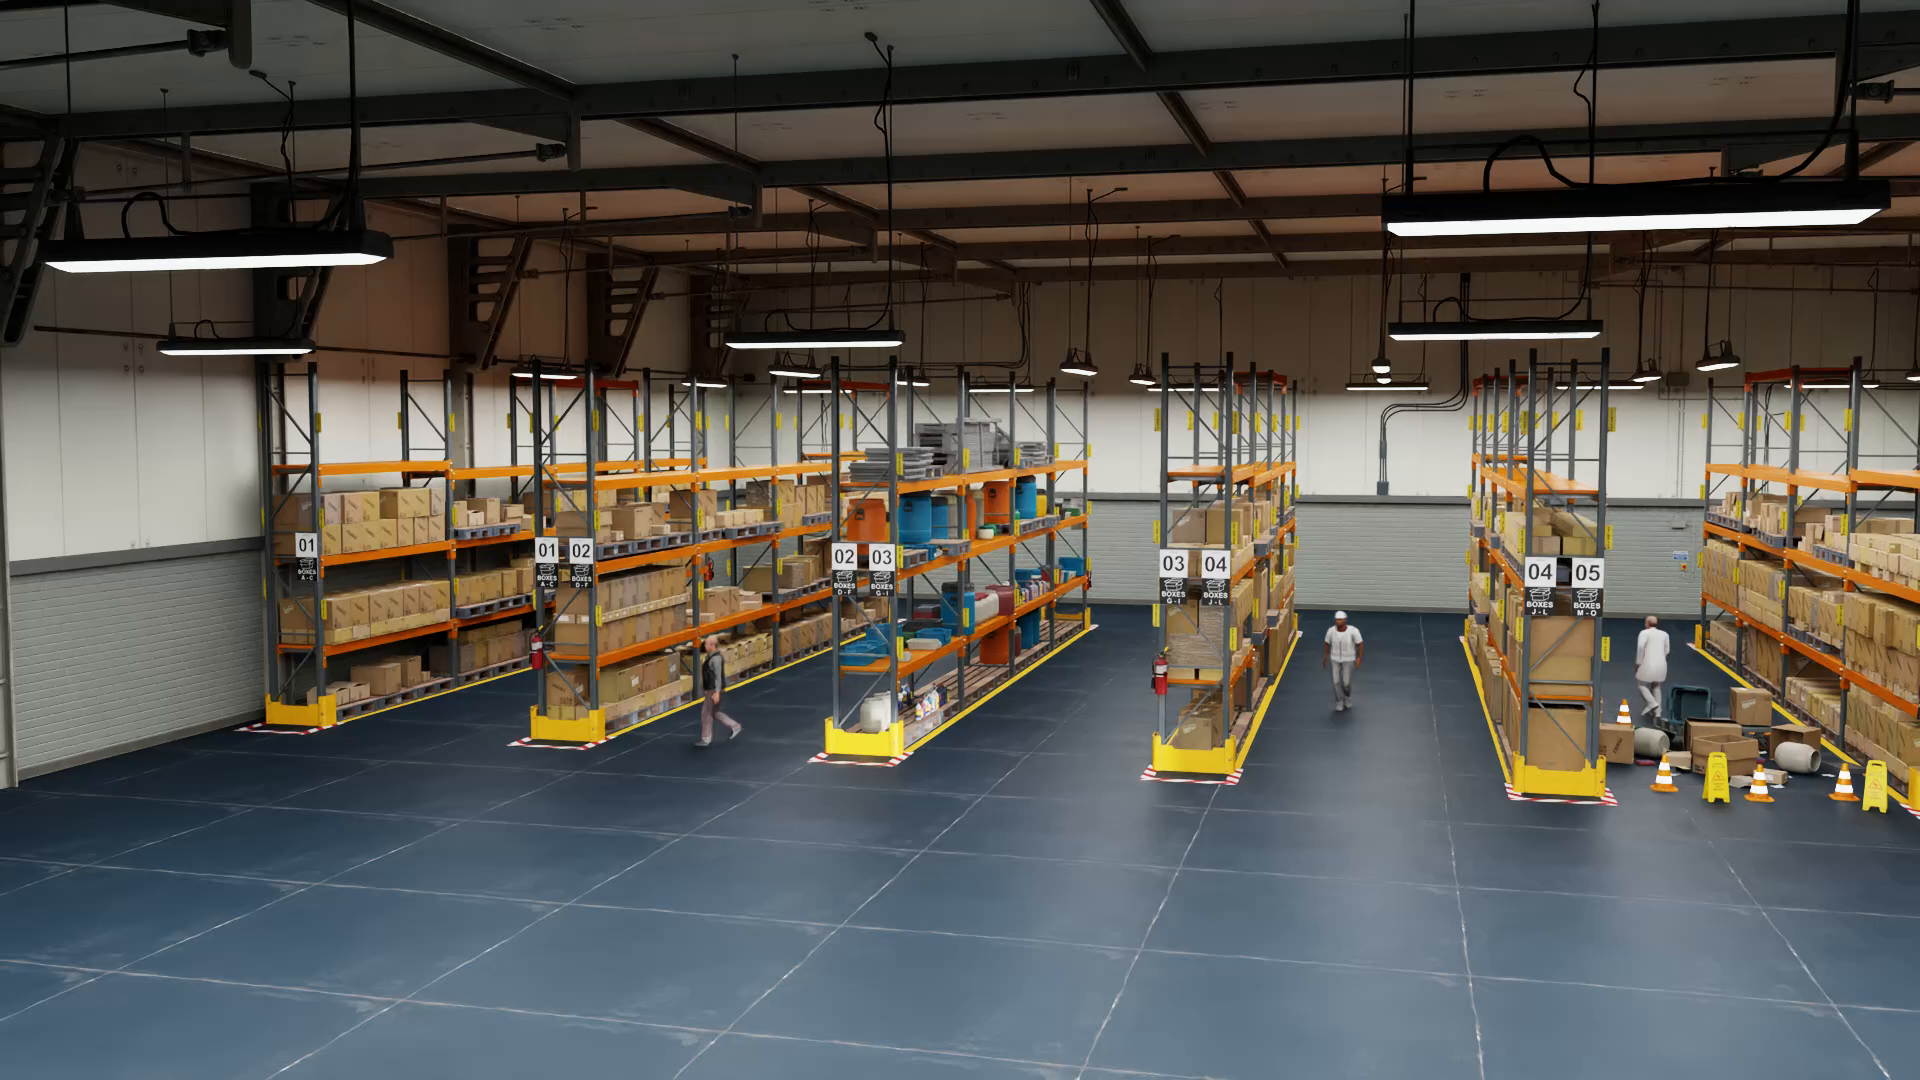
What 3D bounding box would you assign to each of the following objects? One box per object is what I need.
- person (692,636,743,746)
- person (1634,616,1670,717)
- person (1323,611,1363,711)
[{"bbox_3d":[-3.774,2.338,25.827,0.806,1.706,0.603,-1,4,-11],"label":"person"},{"bbox_3d":[11.850,2.160,28.414,0.632,1.692,0.807,0,4,2],"label":"person"},{"bbox_3d":[6.694,2.095,29.004,0.675,1.747,0.528,2,5,29],"label":"person"}]
